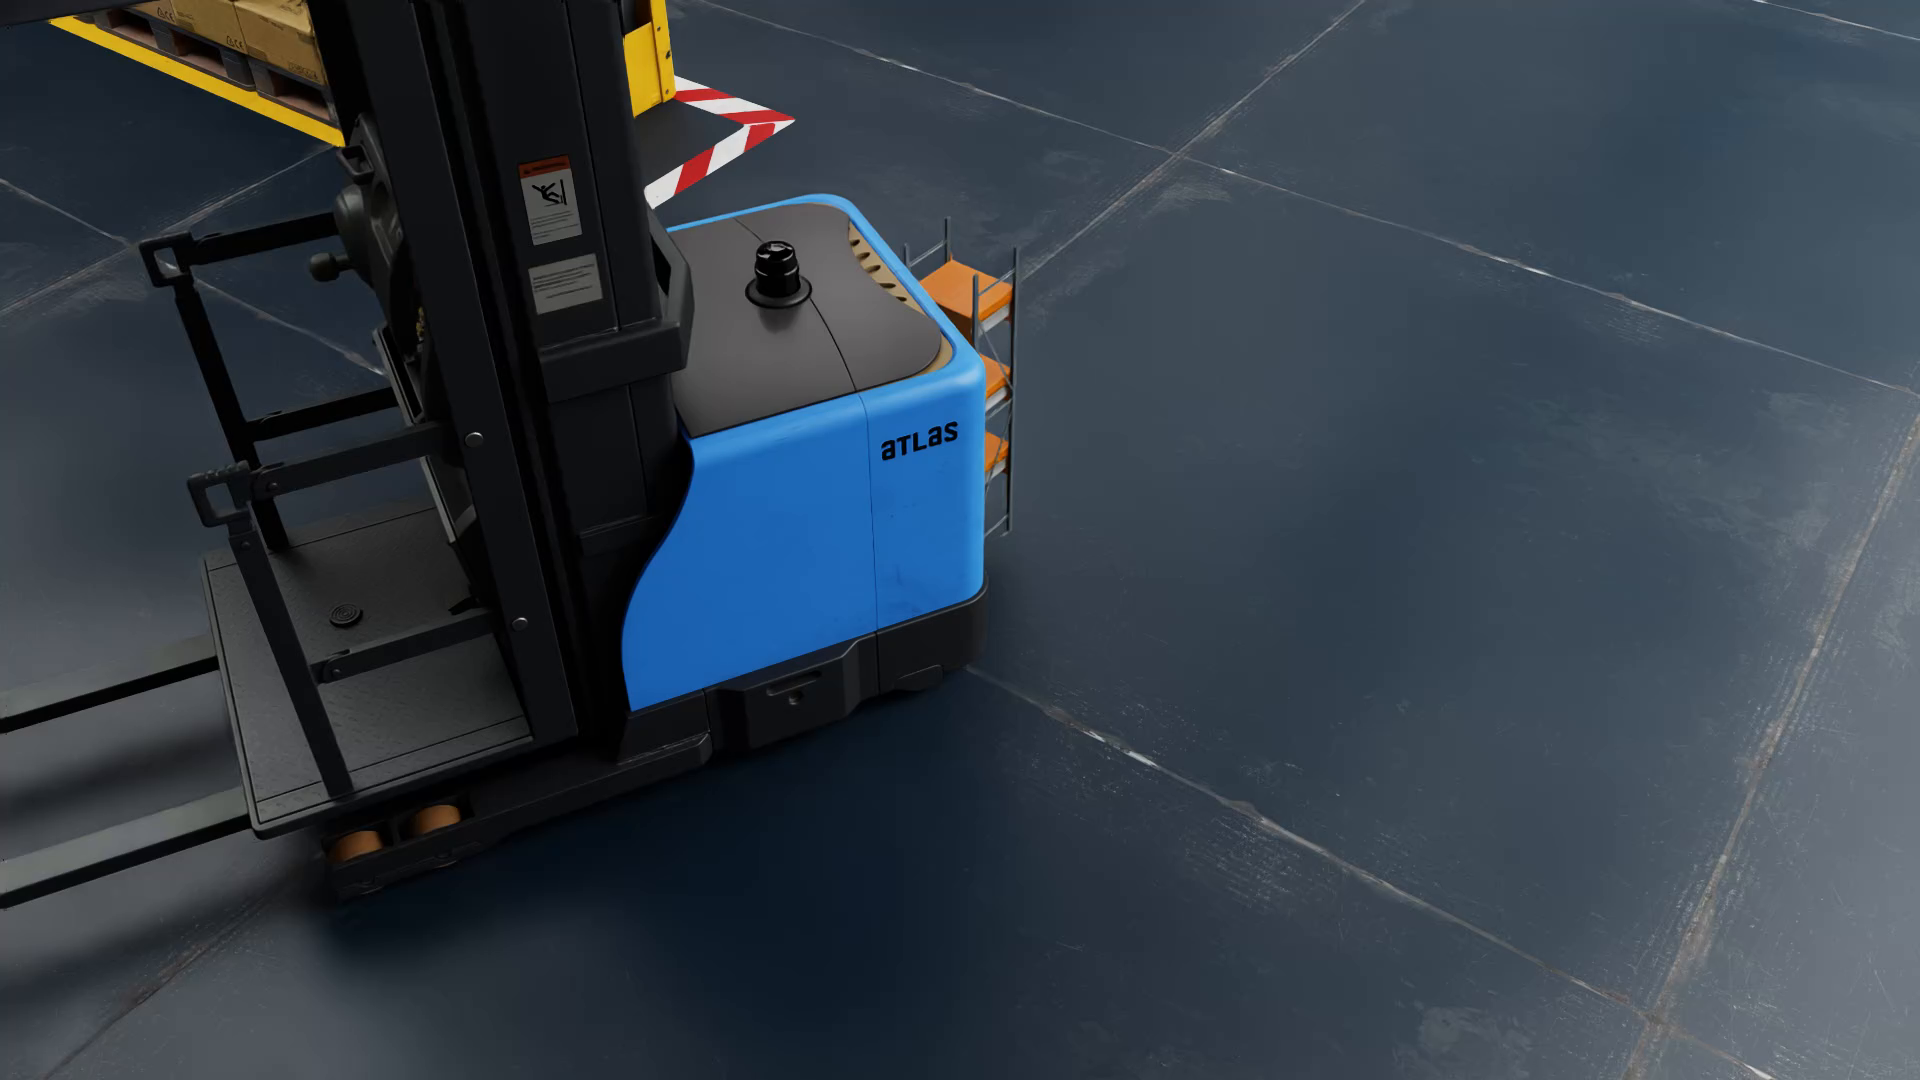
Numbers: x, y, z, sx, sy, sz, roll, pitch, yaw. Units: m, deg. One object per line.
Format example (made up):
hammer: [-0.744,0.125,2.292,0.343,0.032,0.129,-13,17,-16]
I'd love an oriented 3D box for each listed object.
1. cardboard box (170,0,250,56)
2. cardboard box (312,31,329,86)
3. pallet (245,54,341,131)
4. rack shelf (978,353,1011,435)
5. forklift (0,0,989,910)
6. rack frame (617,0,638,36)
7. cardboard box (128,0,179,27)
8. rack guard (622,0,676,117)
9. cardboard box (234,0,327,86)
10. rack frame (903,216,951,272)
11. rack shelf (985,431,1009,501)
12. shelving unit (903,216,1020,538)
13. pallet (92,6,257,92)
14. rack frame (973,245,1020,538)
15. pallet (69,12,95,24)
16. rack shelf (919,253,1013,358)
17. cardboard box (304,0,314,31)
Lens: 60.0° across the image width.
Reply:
cardboard box: [-3.186,-2.448,7.484,0.500,0.250,0.500,25,48,25]
cardboard box: [-2.359,-2.073,7.064,0.500,0.250,0.500,25,48,25]
pallet: [-2.401,-2.128,7.470,1.213,0.211,1.003,25,48,25]
rack shelf: [0.004,-0.413,4.940,0.240,0.259,0.215,28,49,28]
forklift: [-1.478,-0.594,3.716,3.031,2.935,1.130,-18,45,-19]
rack frame: [-1.751,-2.897,6.238,0.127,3.000,1.000,25,48,25]
cardboard box: [-3.594,-2.641,7.699,0.500,0.250,0.500,25,48,25]
rack guard: [-1.731,-1.957,7.062,0.348,0.500,1.175,25,48,25]
cardboard box: [-2.776,-2.258,7.271,0.500,0.250,0.500,25,48,25]
rack frame: [-0.091,-0.472,4.990,0.008,1.050,0.200,28,49,28]
rack shelf: [0.004,-0.206,5.126,0.240,0.259,0.215,28,49,28]
shelving unit: [0.004,-0.421,4.933,0.252,1.050,0.215,28,49,28]
pallet: [-3.395,-2.596,7.992,1.213,0.211,1.003,25,48,25]
rack frame: [0.100,-0.370,4.877,0.008,1.050,0.200,28,49,28]
pallet: [-4.398,-3.062,8.514,1.213,0.211,1.003,25,48,25]
rack shelf: [0.004,-0.625,4.751,0.240,0.259,0.215,28,49,28]
cardboard box: [-2.361,-2.351,6.813,0.500,0.500,0.500,25,48,25]
